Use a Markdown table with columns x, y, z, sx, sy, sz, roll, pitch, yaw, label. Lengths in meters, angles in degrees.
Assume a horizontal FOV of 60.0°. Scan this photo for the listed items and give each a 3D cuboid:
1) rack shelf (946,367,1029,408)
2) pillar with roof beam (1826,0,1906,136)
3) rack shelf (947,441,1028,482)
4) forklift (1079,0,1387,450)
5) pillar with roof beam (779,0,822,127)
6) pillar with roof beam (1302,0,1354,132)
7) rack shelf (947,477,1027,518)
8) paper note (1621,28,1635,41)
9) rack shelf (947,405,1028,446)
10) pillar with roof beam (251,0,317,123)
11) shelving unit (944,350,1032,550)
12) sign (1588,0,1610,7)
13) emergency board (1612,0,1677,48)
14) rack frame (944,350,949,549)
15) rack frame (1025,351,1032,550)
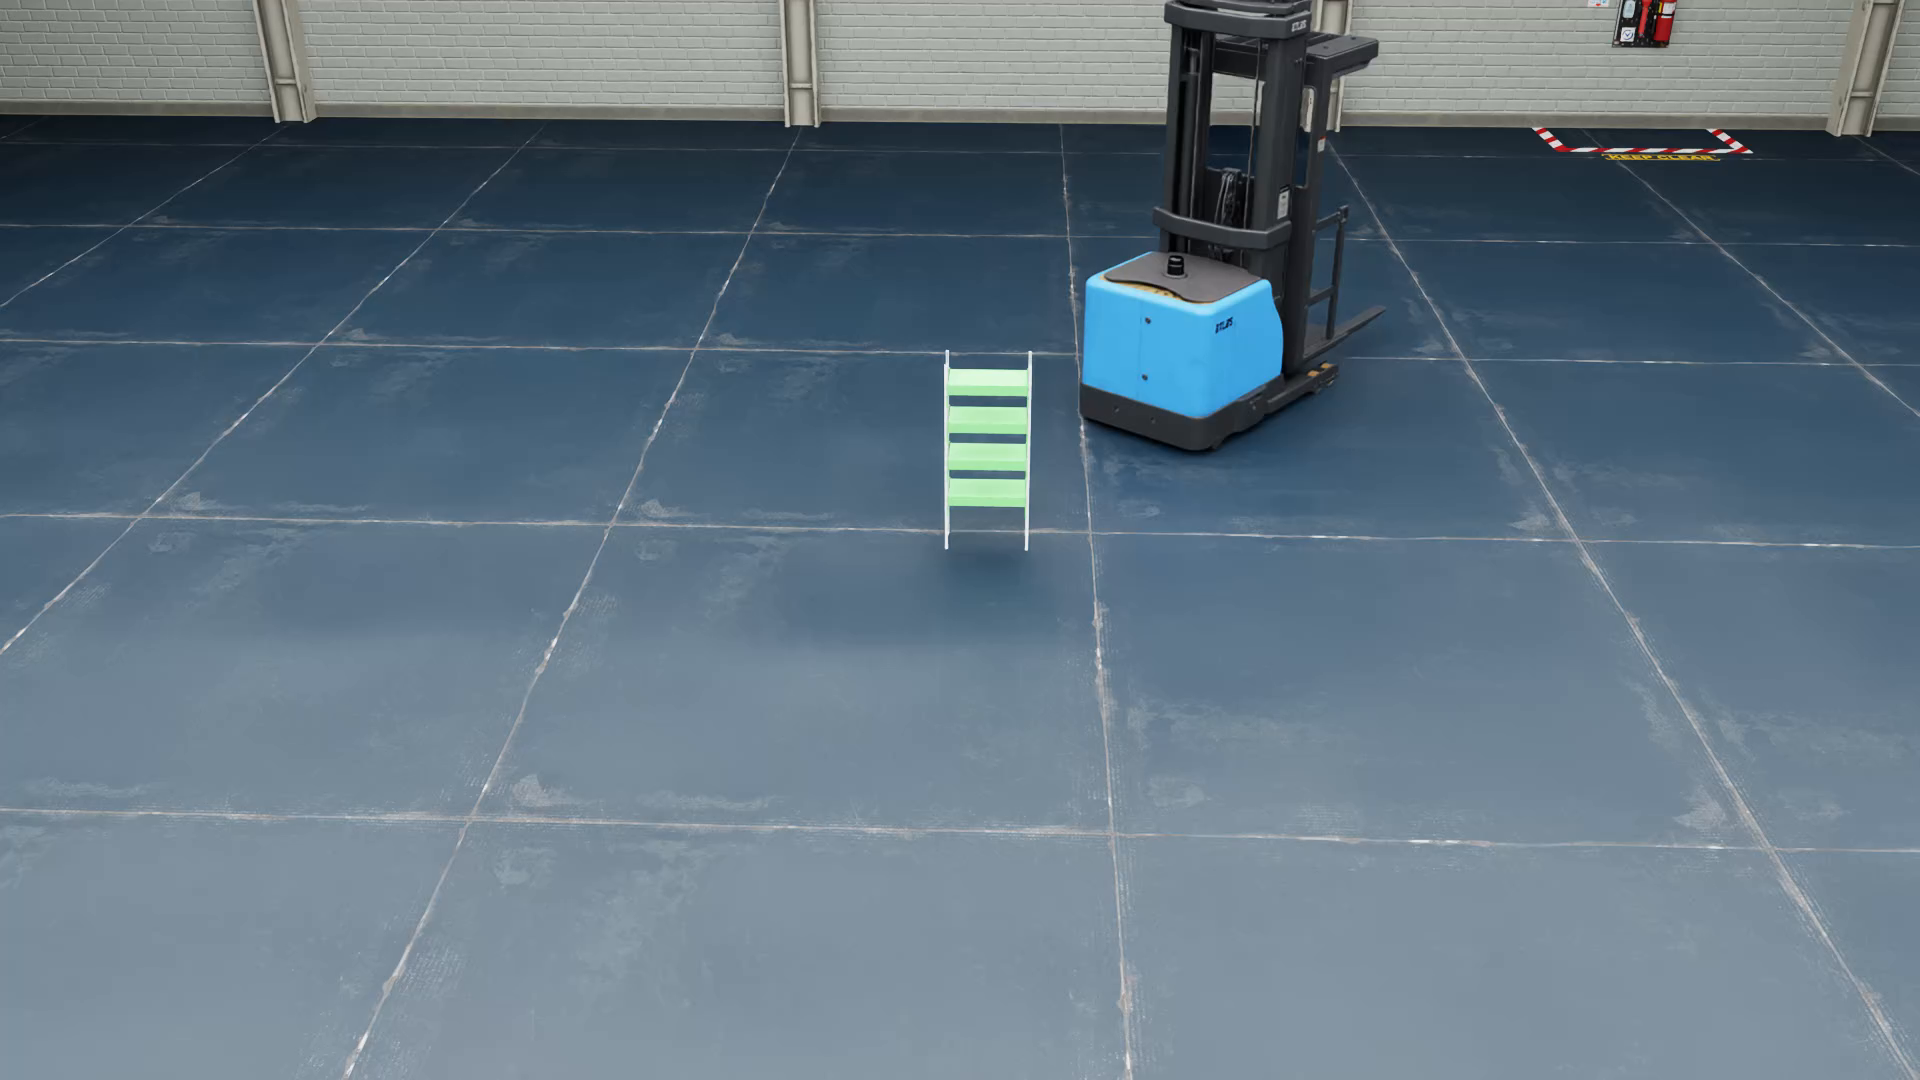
| x | y | z | sx | sy | sz | roll | pitch | yaw | label |
| --- | --- | --- | --- | --- | --- | --- | --- | --- | --- |
| 0.165 | -0.895 | 9.769 | 0.480 | 0.148 | 0.258 | 1 | 28 | 2 | rack shelf |
| 10.013 | -6.624 | 13.138 | 0.400 | 9.000 | 9.100 | 1 | 28 | 2 | pillar with roof beam |
| 0.165 | -0.471 | 9.994 | 0.480 | 0.148 | 0.258 | 1 | 28 | 2 | rack shelf |
| 2.180 | -2.515 | 11.866 | 1.130 | 2.935 | 3.031 | 22 | 35 | 35 | forklift |
| -1.980 | -6.822 | 13.512 | 0.400 | 9.000 | 9.100 | 1 | 28 | 2 | pillar with roof beam |
| 4.017 | -6.723 | 13.325 | 0.400 | 9.000 | 9.100 | 1 | 28 | 2 | pillar with roof beam |
| 0.165 | -0.259 | 10.106 | 0.480 | 0.148 | 0.258 | 1 | 28 | 2 | rack shelf |
| 7.522 | -5.693 | 18.727 | 0.142 | 0.148 | 0.016 | 1 | 28 | 2 | paper note |
| 0.165 | -0.683 | 9.881 | 0.480 | 0.148 | 0.258 | 1 | 28 | 2 | rack shelf |
| -7.976 | -6.921 | 13.699 | 0.400 | 9.000 | 9.100 | 1 | 28 | 2 | pillar with roof beam |
| 0.165 | -0.527 | 9.964 | 0.503 | 1.200 | 0.258 | 1 | 28 | 2 | shelving unit |
| 7.148 | -6.120 | 18.555 | 0.234 | 0.329 | 0.001 | 1 | 28 | 2 | sign |
| 7.697 | -6.047 | 18.455 | 0.643 | 1.169 | 0.194 | 1 | 28 | 2 | emergency board |
| -0.078 | -0.531 | 9.971 | 0.015 | 1.200 | 0.240 | 1 | 28 | 2 | rack frame |
| 0.409 | -0.523 | 9.956 | 0.015 | 1.200 | 0.240 | 1 | 28 | 2 | rack frame |
